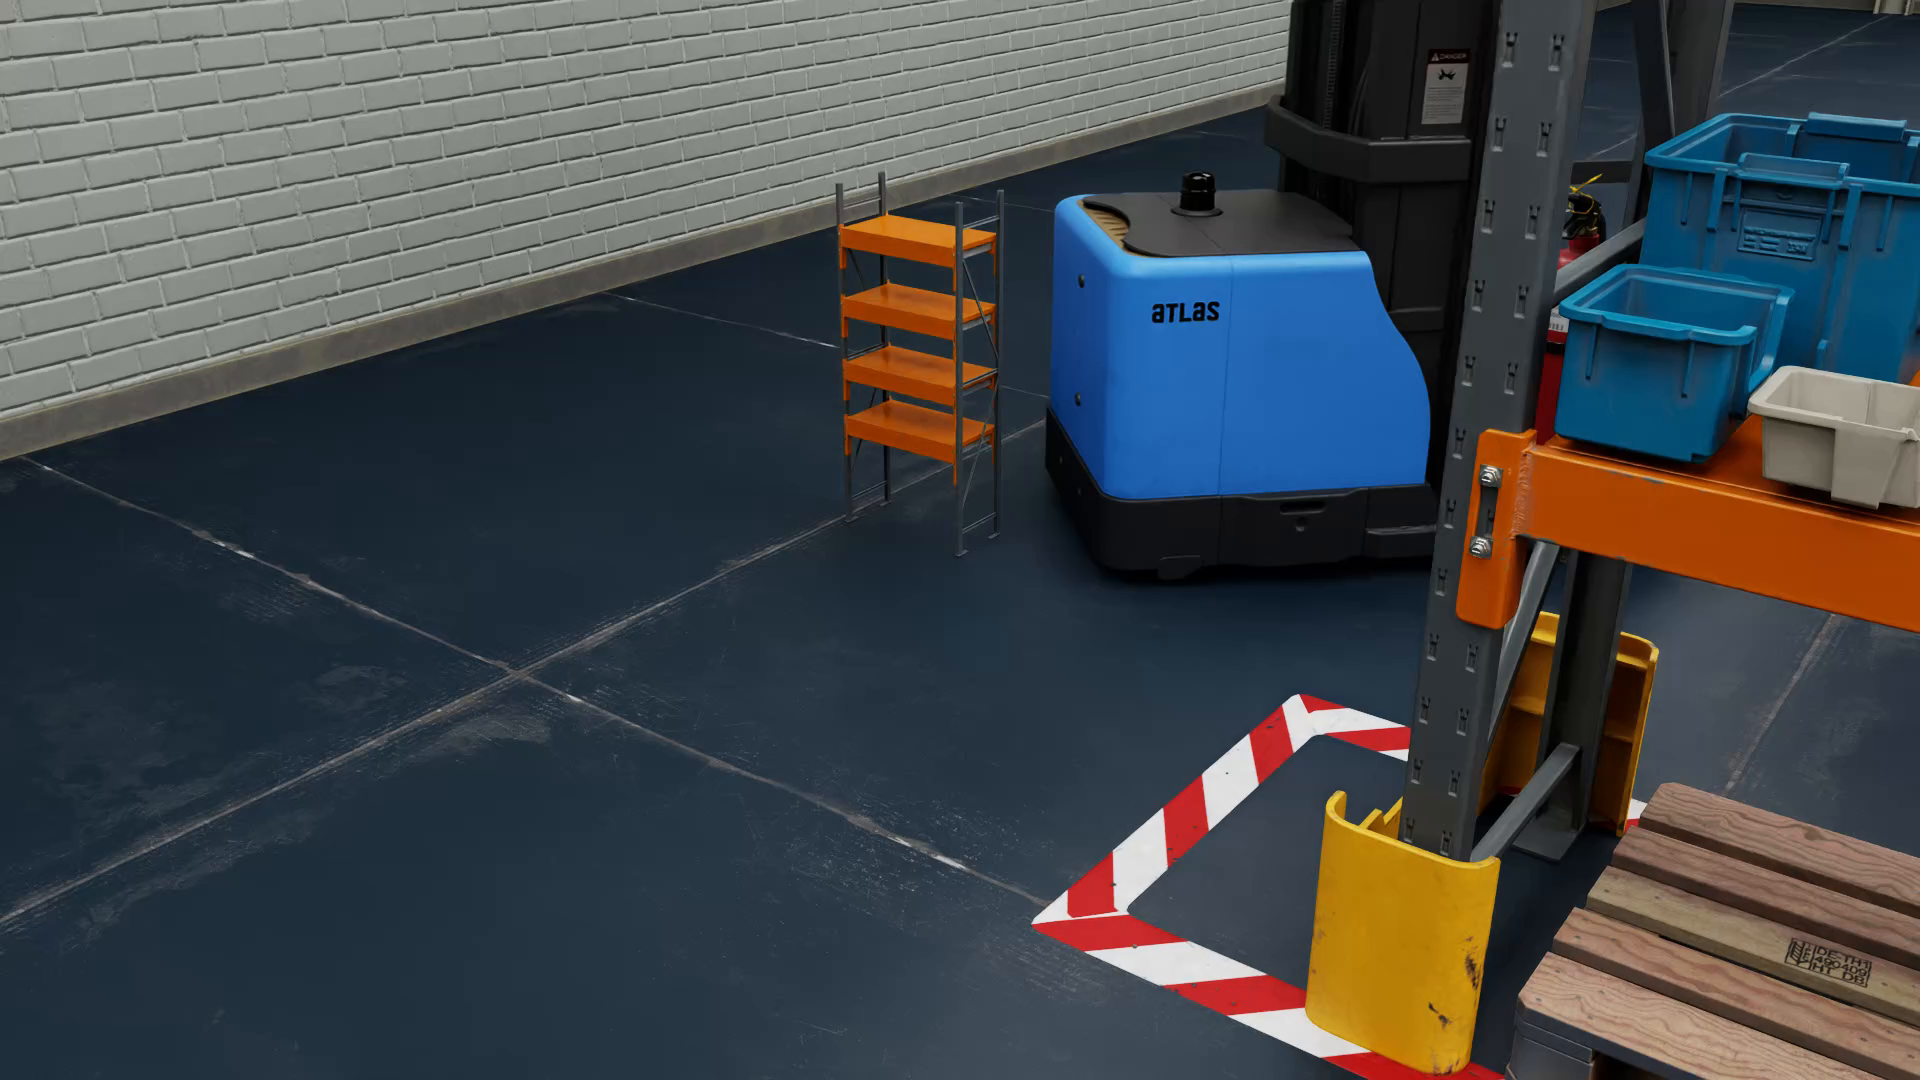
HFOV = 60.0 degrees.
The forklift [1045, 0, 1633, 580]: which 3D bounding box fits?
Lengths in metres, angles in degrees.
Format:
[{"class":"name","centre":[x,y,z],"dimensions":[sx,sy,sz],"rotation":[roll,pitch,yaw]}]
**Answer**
[{"class":"forklift","centre":[1.879,-1.470,5.450],"dimensions":[3.031,2.935,1.130],"rotation":[-3,24,-8]}]

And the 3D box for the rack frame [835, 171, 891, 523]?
[{"class":"rack frame","centre":[-0.328,-0.648,5.733],"dimensions":[0.015,1.200,0.240],"rotation":[17,29,33]}]

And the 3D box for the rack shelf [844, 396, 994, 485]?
[{"class":"rack shelf","centre":[-0.132,-0.346,5.706],"dimensions":[0.480,0.148,0.258],"rotation":[17,29,33]}]

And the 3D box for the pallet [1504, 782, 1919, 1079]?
[{"class":"pallet","centre":[1.852,0.969,3.289],"dimensions":[1.213,0.211,1.003],"rotation":[17,29,33]}]

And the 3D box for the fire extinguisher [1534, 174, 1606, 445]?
[{"class":"fire extinguisher","centre":[1.367,-0.496,3.715],"dimensions":[0.183,0.674,0.296],"rotation":[17,29,33]}]

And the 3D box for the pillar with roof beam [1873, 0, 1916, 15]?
[{"class":"pillar with roof beam","centre":[8.904,-9.216,15.506],"dimensions":[0.400,9.000,9.100],"rotation":[17,29,33]}]

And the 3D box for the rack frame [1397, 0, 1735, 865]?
[{"class":"rack frame","centre":[1.215,-0.519,3.208],"dimensions":[0.127,3.000,1.000],"rotation":[17,29,33]}]

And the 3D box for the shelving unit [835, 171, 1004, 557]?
[{"class":"shelving unit","centre":[-0.132,-0.589,5.599],"dimensions":[0.503,1.200,0.258],"rotation":[17,29,33]}]

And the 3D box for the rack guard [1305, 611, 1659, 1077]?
[{"class":"rack guard","centre":[1.188,0.623,3.716],"dimensions":[0.348,0.500,1.175],"rotation":[17,29,33]}]

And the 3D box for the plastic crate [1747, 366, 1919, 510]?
[{"class":"plastic crate","centre":[1.422,-0.156,2.636],"dimensions":[0.298,0.136,0.250],"rotation":[17,29,33]}]

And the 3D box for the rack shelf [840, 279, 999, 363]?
[{"class":"rack shelf","centre":[-0.132,-0.732,5.536],"dimensions":[0.480,0.148,0.258],"rotation":[17,29,33]}]

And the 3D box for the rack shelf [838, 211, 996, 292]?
[{"class":"rack shelf","centre":[-0.132,-0.949,5.440],"dimensions":[0.480,0.148,0.258],"rotation":[17,29,33]}]

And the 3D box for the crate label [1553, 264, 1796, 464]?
[{"class":"crate label","centre":[1.215,-0.304,2.853],"dimensions":[0.303,0.233,0.416],"rotation":[17,29,33]}]

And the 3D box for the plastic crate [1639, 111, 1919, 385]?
[{"class":"plastic crate","centre":[1.595,-0.542,3.142],"dimensions":[0.499,0.435,0.616],"rotation":[17,29,33]}]

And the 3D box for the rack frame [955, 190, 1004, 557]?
[{"class":"rack frame","centre":[0.063,-0.530,5.465],"dimensions":[0.015,1.200,0.240],"rotation":[17,29,33]}]

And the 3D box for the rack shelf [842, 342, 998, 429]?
[{"class":"rack shelf","centre":[-0.132,-0.528,5.626],"dimensions":[0.480,0.148,0.258],"rotation":[17,29,33]}]

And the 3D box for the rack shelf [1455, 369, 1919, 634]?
[{"class":"rack shelf","centre":[2.815,0.294,2.256],"dimensions":[4.000,0.370,1.077],"rotation":[17,29,33]}]
